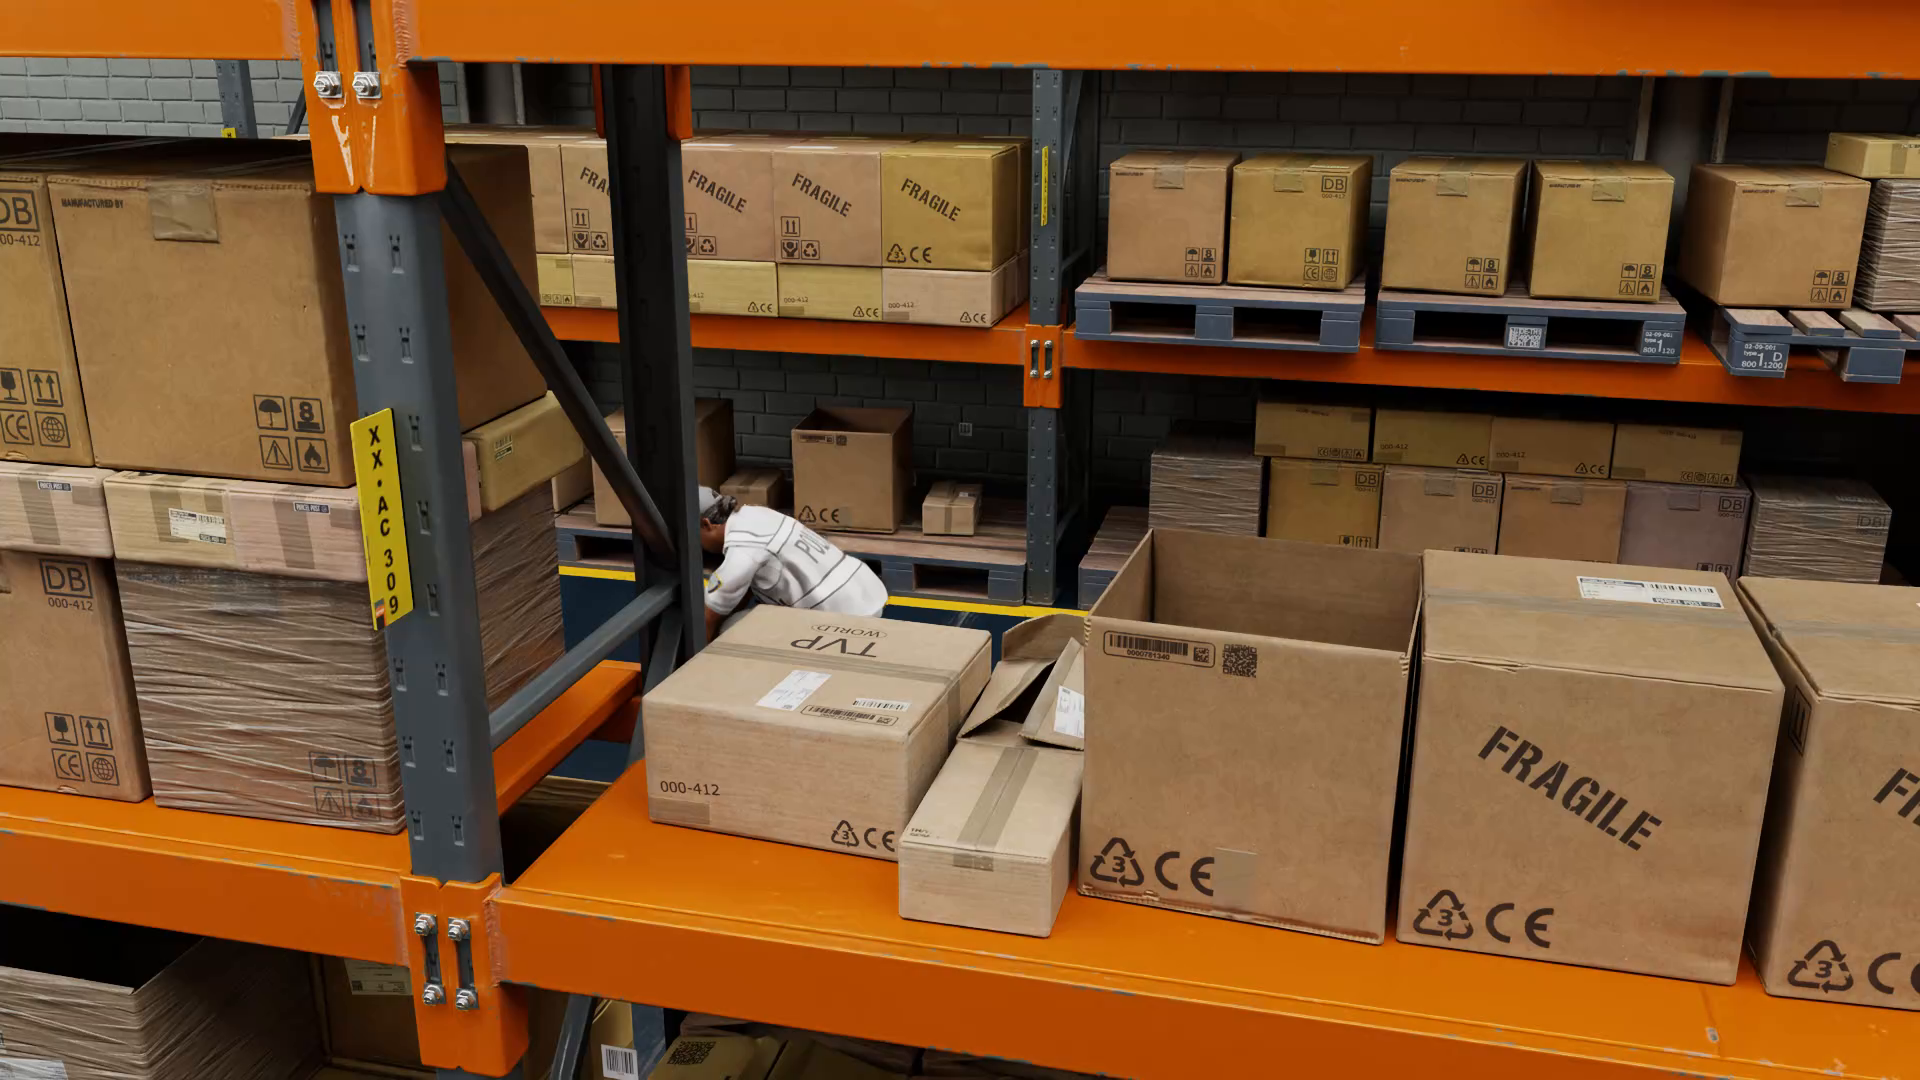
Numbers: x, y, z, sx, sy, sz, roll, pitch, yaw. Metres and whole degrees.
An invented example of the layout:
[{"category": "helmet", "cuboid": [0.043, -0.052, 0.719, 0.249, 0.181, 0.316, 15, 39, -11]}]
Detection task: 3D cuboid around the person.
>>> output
[{"category": "person", "cuboid": [-0.723, 0.245, 6.502, 0.852, 0.930, 0.536, 5, 19, 14]}]
